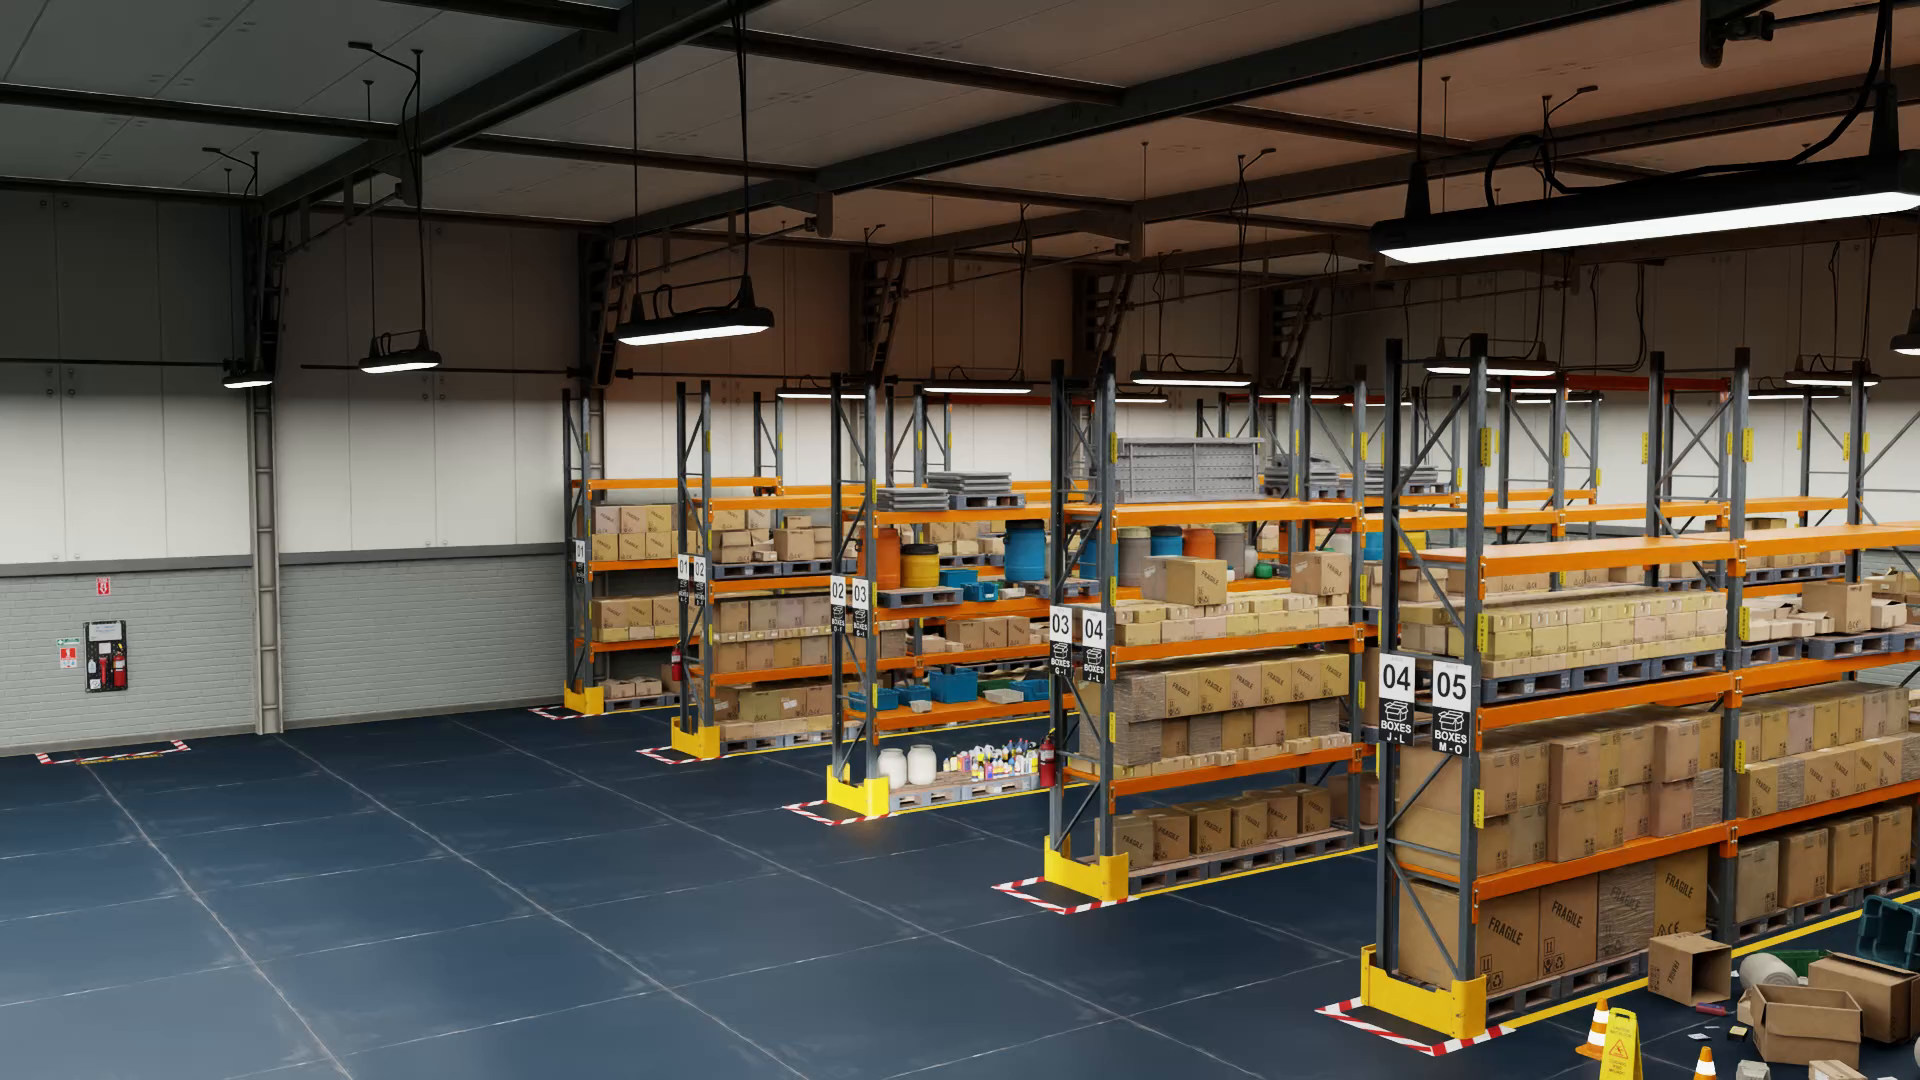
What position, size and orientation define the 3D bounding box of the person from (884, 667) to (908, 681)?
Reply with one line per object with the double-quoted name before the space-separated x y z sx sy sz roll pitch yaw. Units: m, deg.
"person" -1.274 2.322 31.332 0.462 1.609 1.052 4 5 45
